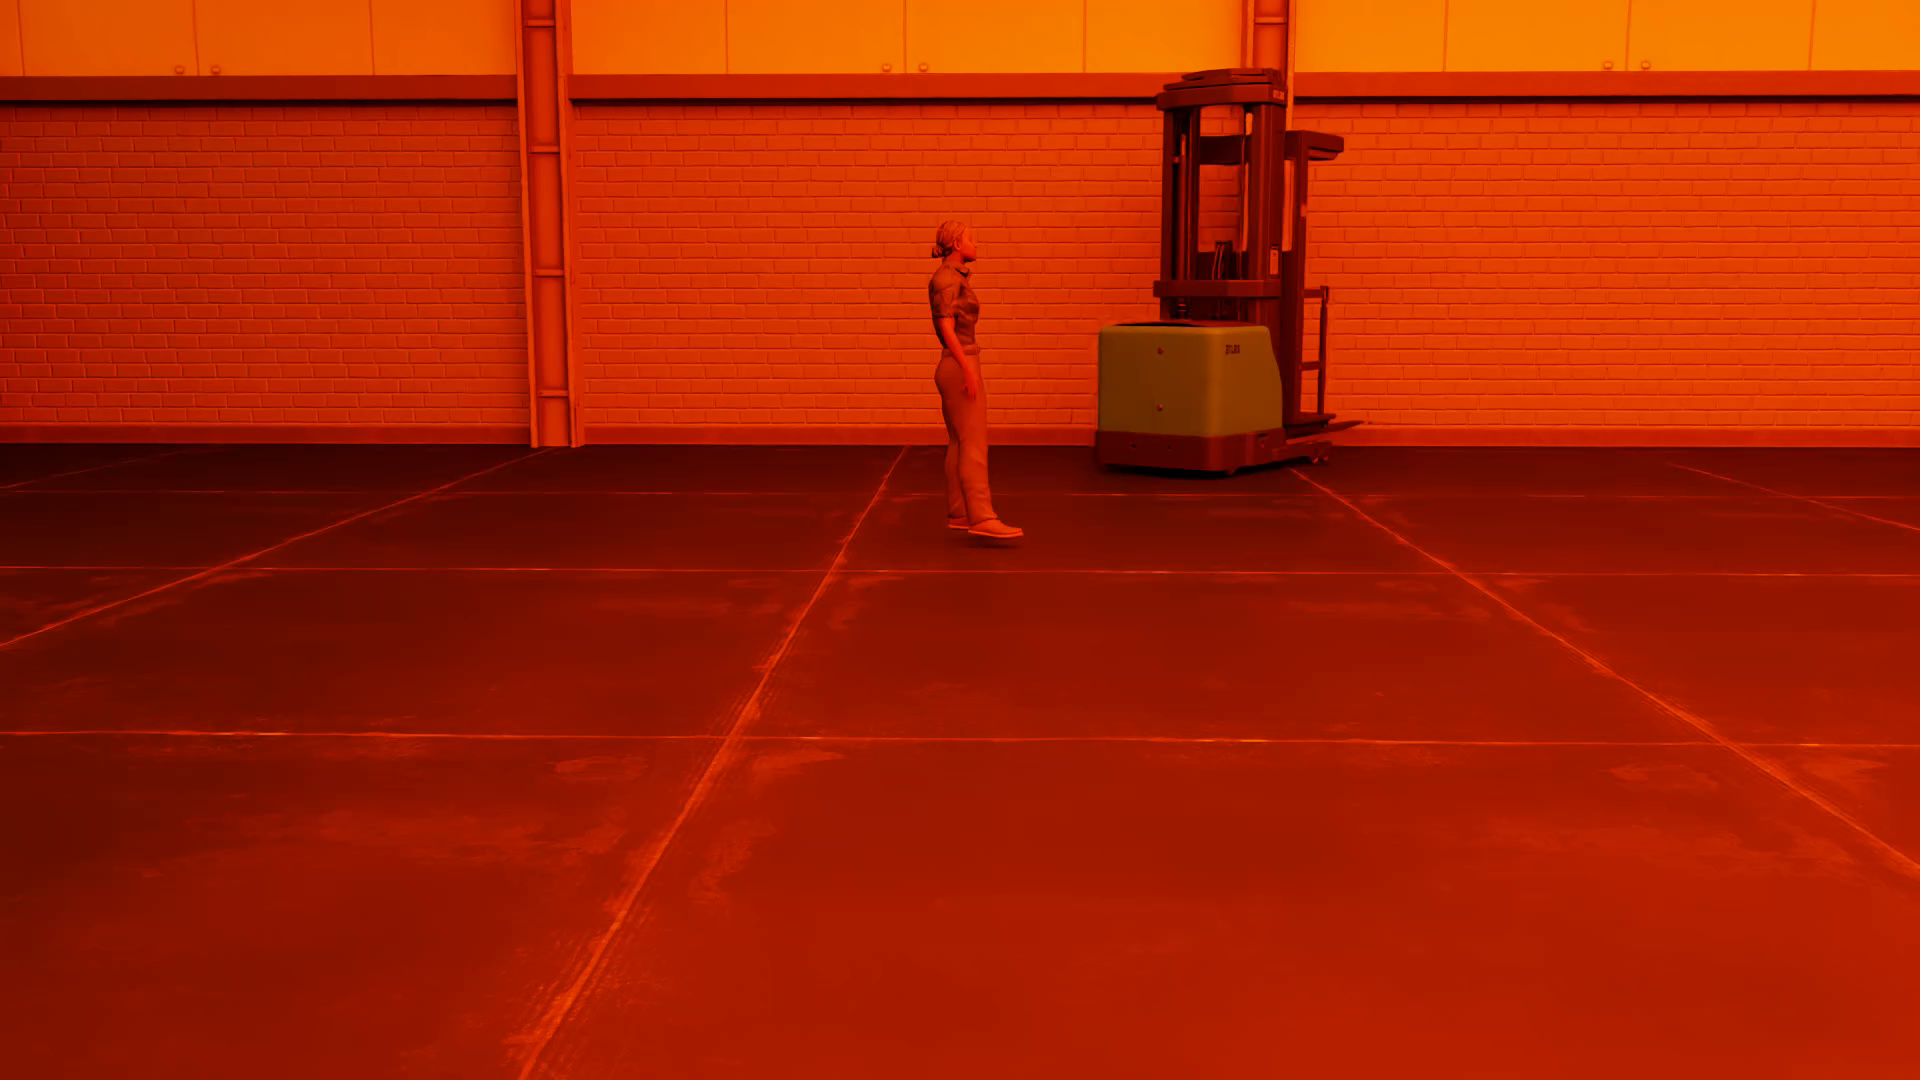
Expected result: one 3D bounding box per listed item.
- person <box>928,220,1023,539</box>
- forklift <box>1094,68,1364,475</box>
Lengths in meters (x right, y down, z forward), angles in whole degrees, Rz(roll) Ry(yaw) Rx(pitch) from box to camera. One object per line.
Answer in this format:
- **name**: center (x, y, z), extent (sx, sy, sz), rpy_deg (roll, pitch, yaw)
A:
- **person**: center (0.087, -0.861, 8.848), extent (0.504, 1.654, 0.569), rpy_deg (0, 9, 1)
- **forklift**: center (2.273, -2.087, 12.960), extent (1.130, 2.935, 3.031), rpy_deg (6, 11, 36)
